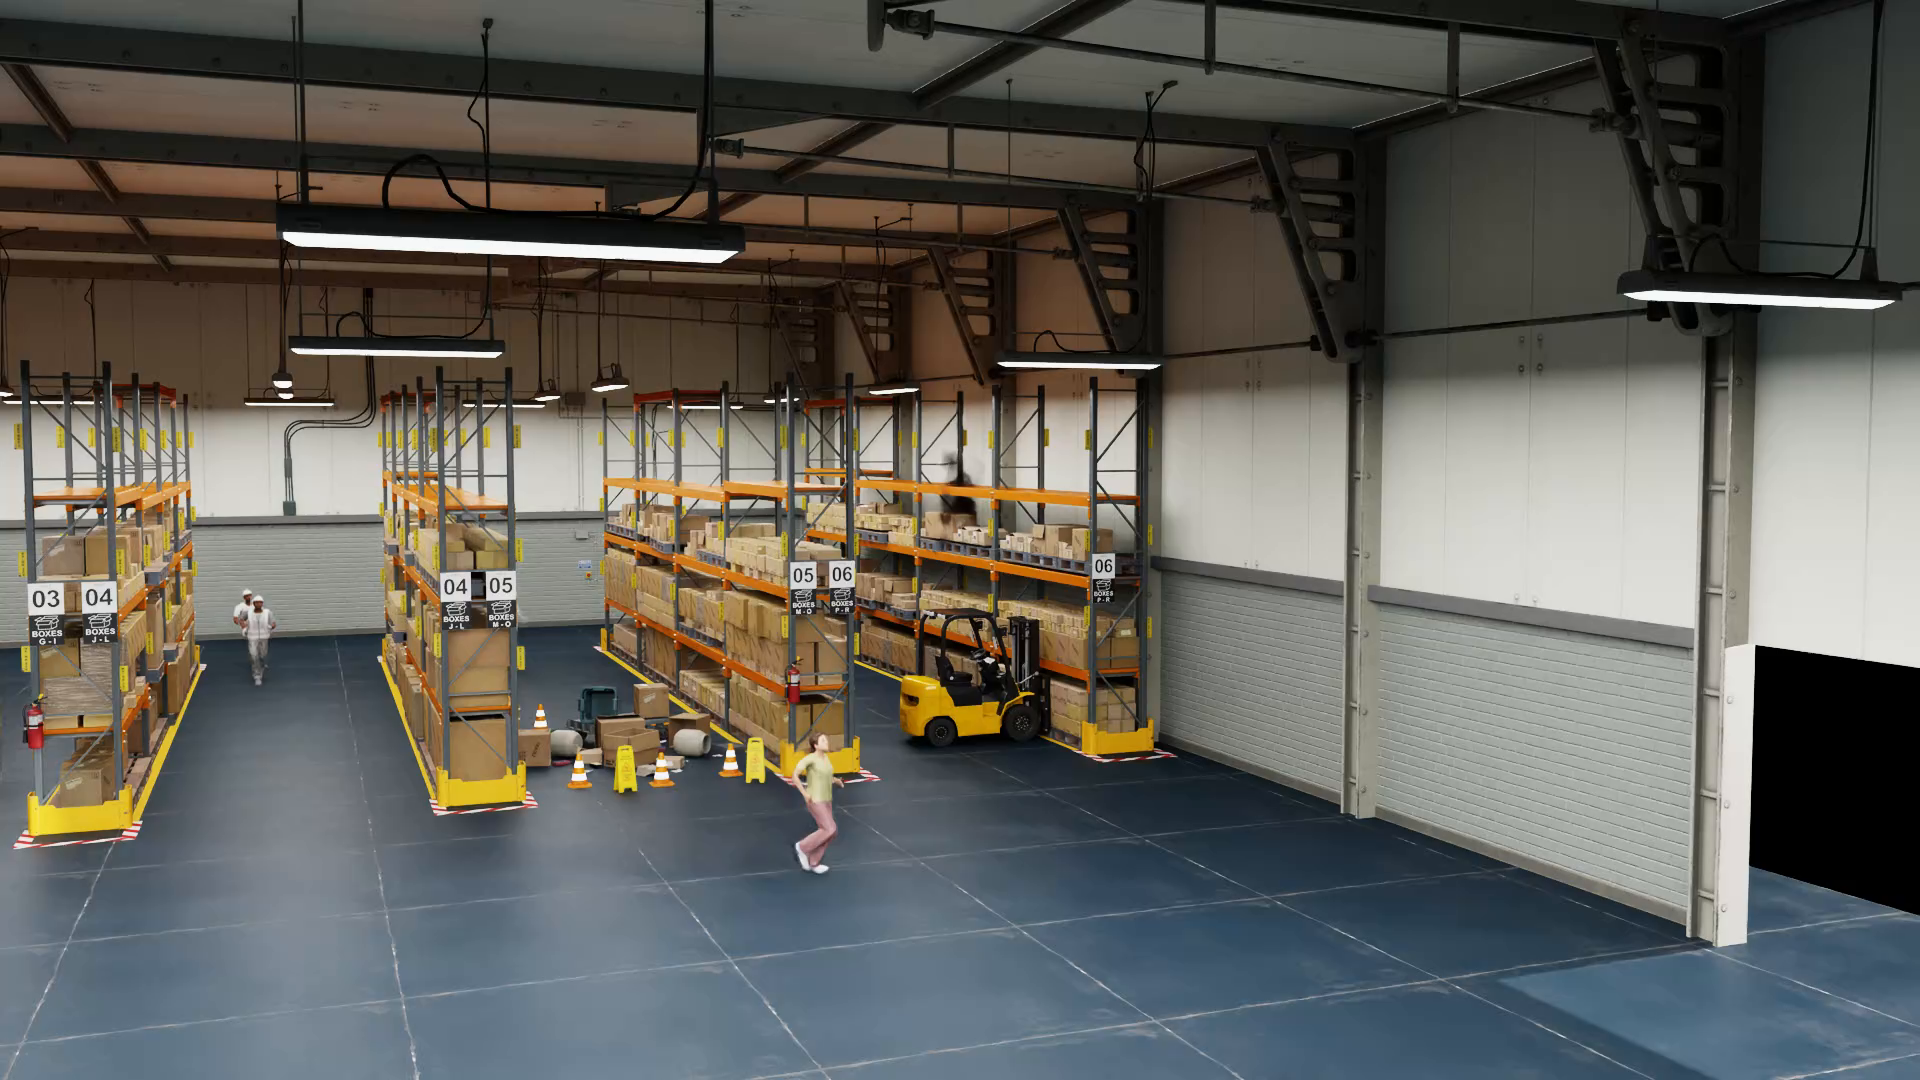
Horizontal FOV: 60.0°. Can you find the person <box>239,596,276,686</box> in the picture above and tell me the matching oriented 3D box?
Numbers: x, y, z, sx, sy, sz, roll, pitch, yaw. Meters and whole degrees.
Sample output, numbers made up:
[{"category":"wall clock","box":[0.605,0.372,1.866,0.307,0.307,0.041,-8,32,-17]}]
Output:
[{"category":"person","box":[-14.398,2.041,34.145,0.679,1.798,0.988,-2,4,-28]}]

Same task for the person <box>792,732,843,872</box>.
[{"category":"person","box":[-1.610,3.026,19.194,0.514,1.638,0.624,2,4,26]}]

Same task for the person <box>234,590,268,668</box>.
[{"category":"person","box":[-15.581,1.955,36.621,0.638,1.738,0.732,3,5,42]}]
